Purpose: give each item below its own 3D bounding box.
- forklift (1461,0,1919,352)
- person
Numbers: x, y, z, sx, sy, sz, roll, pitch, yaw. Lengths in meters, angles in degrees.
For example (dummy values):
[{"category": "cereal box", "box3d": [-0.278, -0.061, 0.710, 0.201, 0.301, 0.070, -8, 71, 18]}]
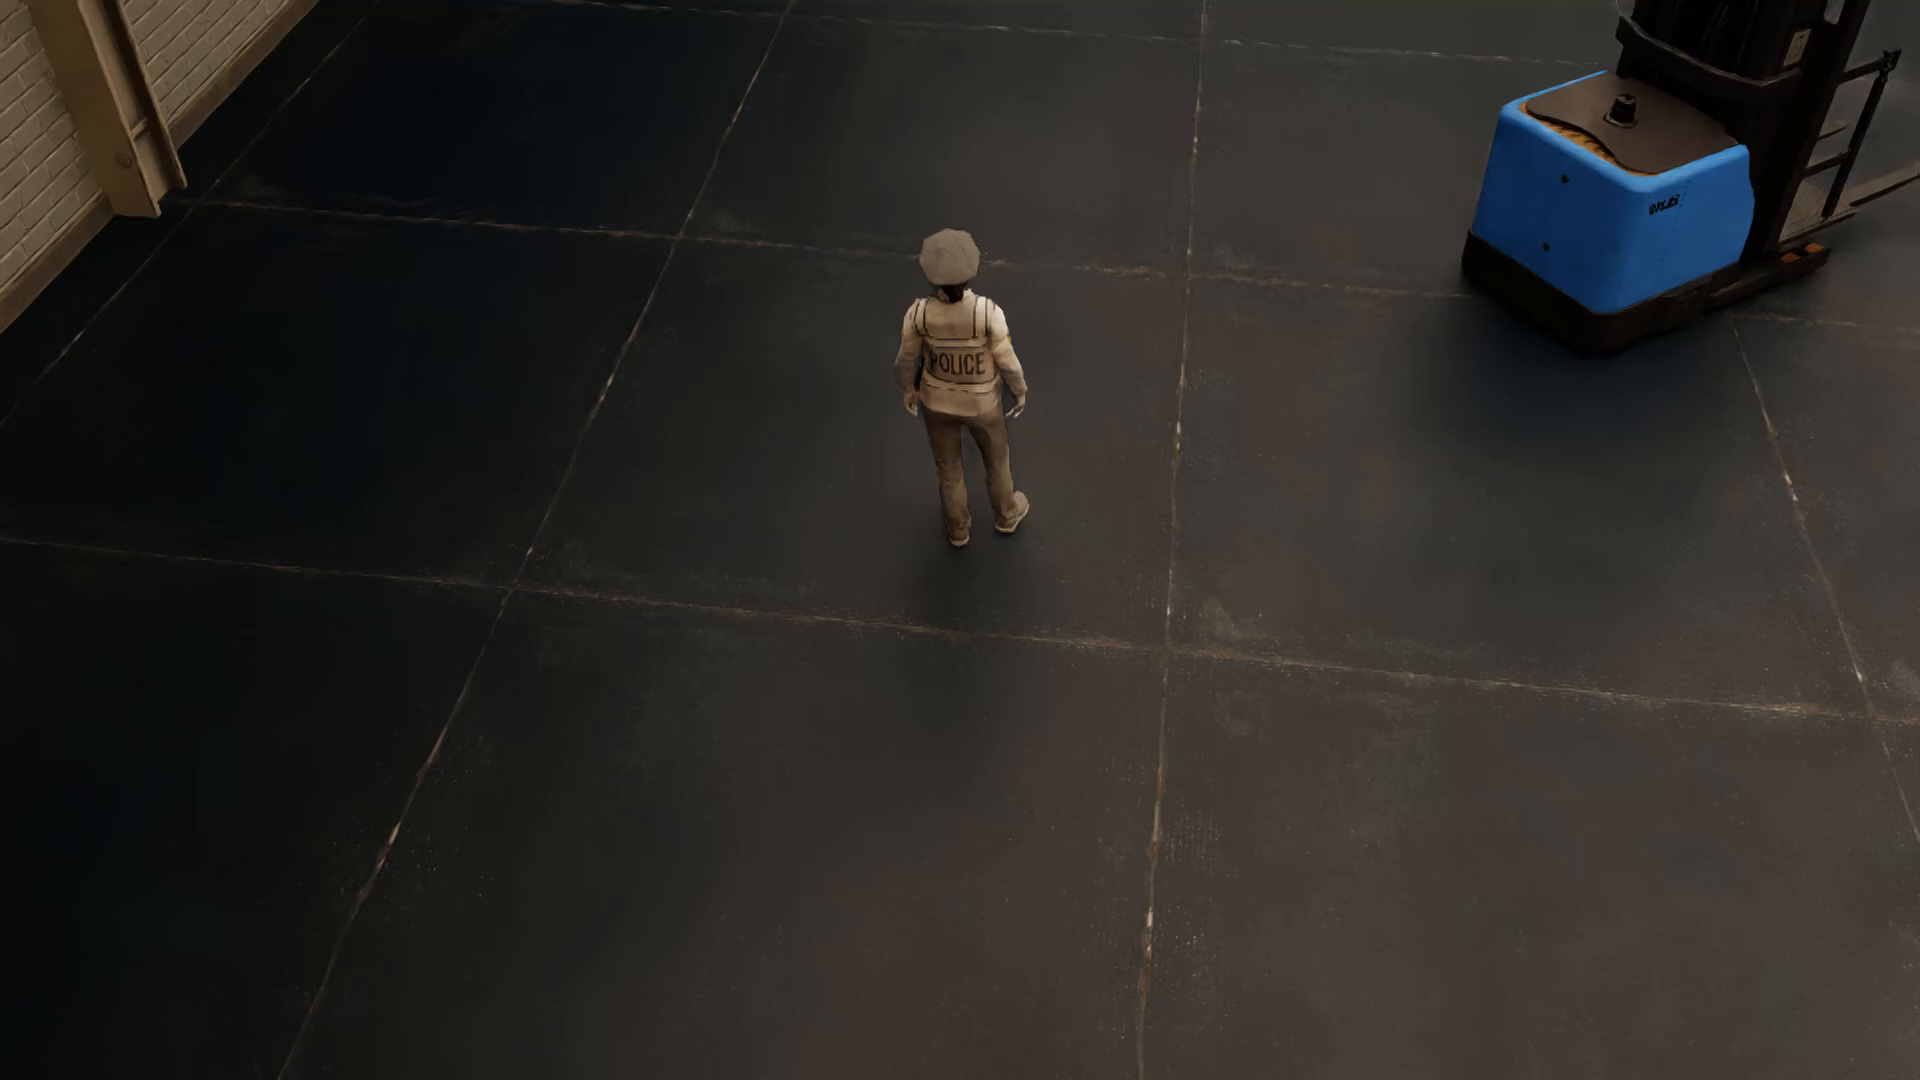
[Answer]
[{"category": "forklift", "box3d": [4.388, -2.833, 8.809, 3.031, 2.935, 1.130, -22, 47, -22]}, {"category": "person", "box3d": [0.016, -0.674, 7.361, 0.586, 1.695, 0.532, 5, 43, 6]}]
